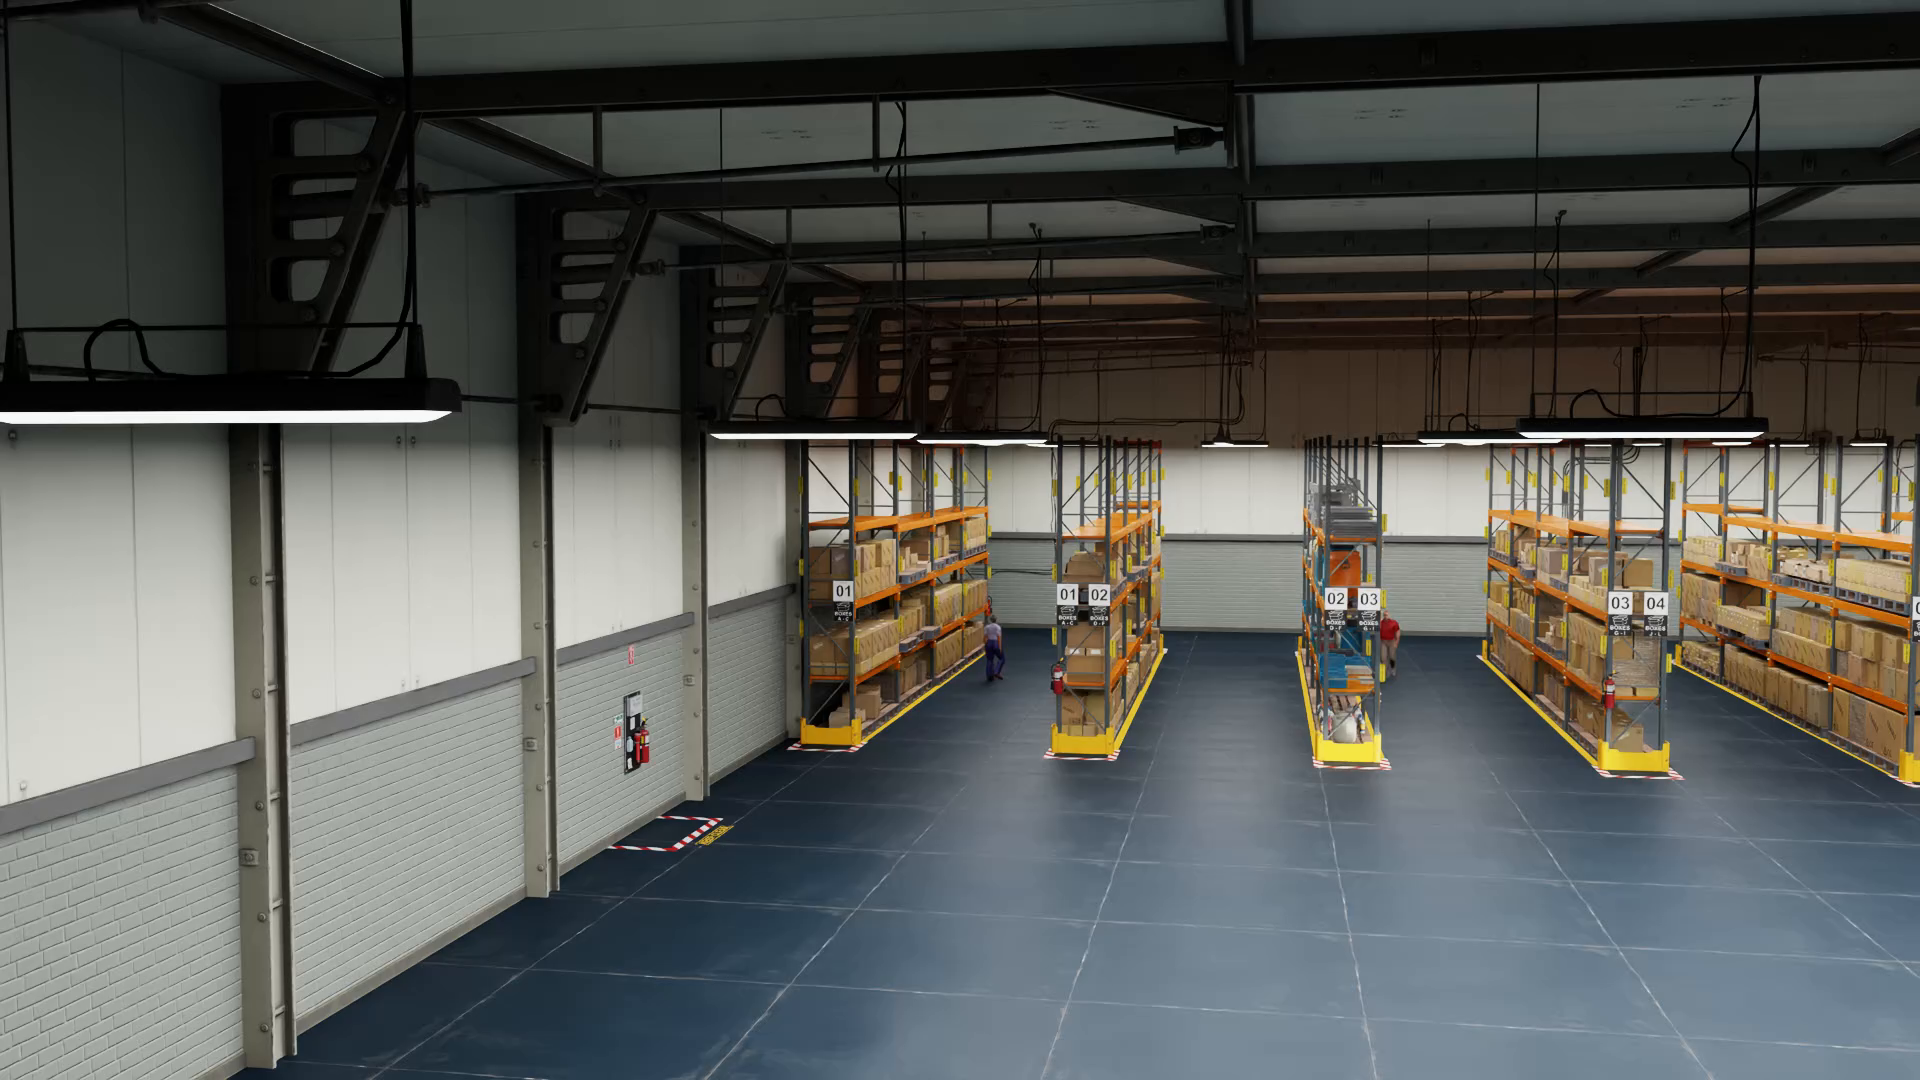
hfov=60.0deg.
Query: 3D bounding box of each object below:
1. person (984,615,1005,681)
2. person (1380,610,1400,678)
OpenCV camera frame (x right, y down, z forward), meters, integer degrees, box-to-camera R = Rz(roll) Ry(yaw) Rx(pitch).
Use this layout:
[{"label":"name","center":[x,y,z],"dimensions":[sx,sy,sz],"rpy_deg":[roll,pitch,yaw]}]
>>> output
[{"label":"person","center":[0.827,2.666,41.221],"dimensions":[0.524,1.632,0.490],"rpy_deg":[2,3,28]},{"label":"person","center":[10.803,2.609,41.959],"dimensions":[0.598,1.707,0.632],"rpy_deg":[1,3,20]}]
